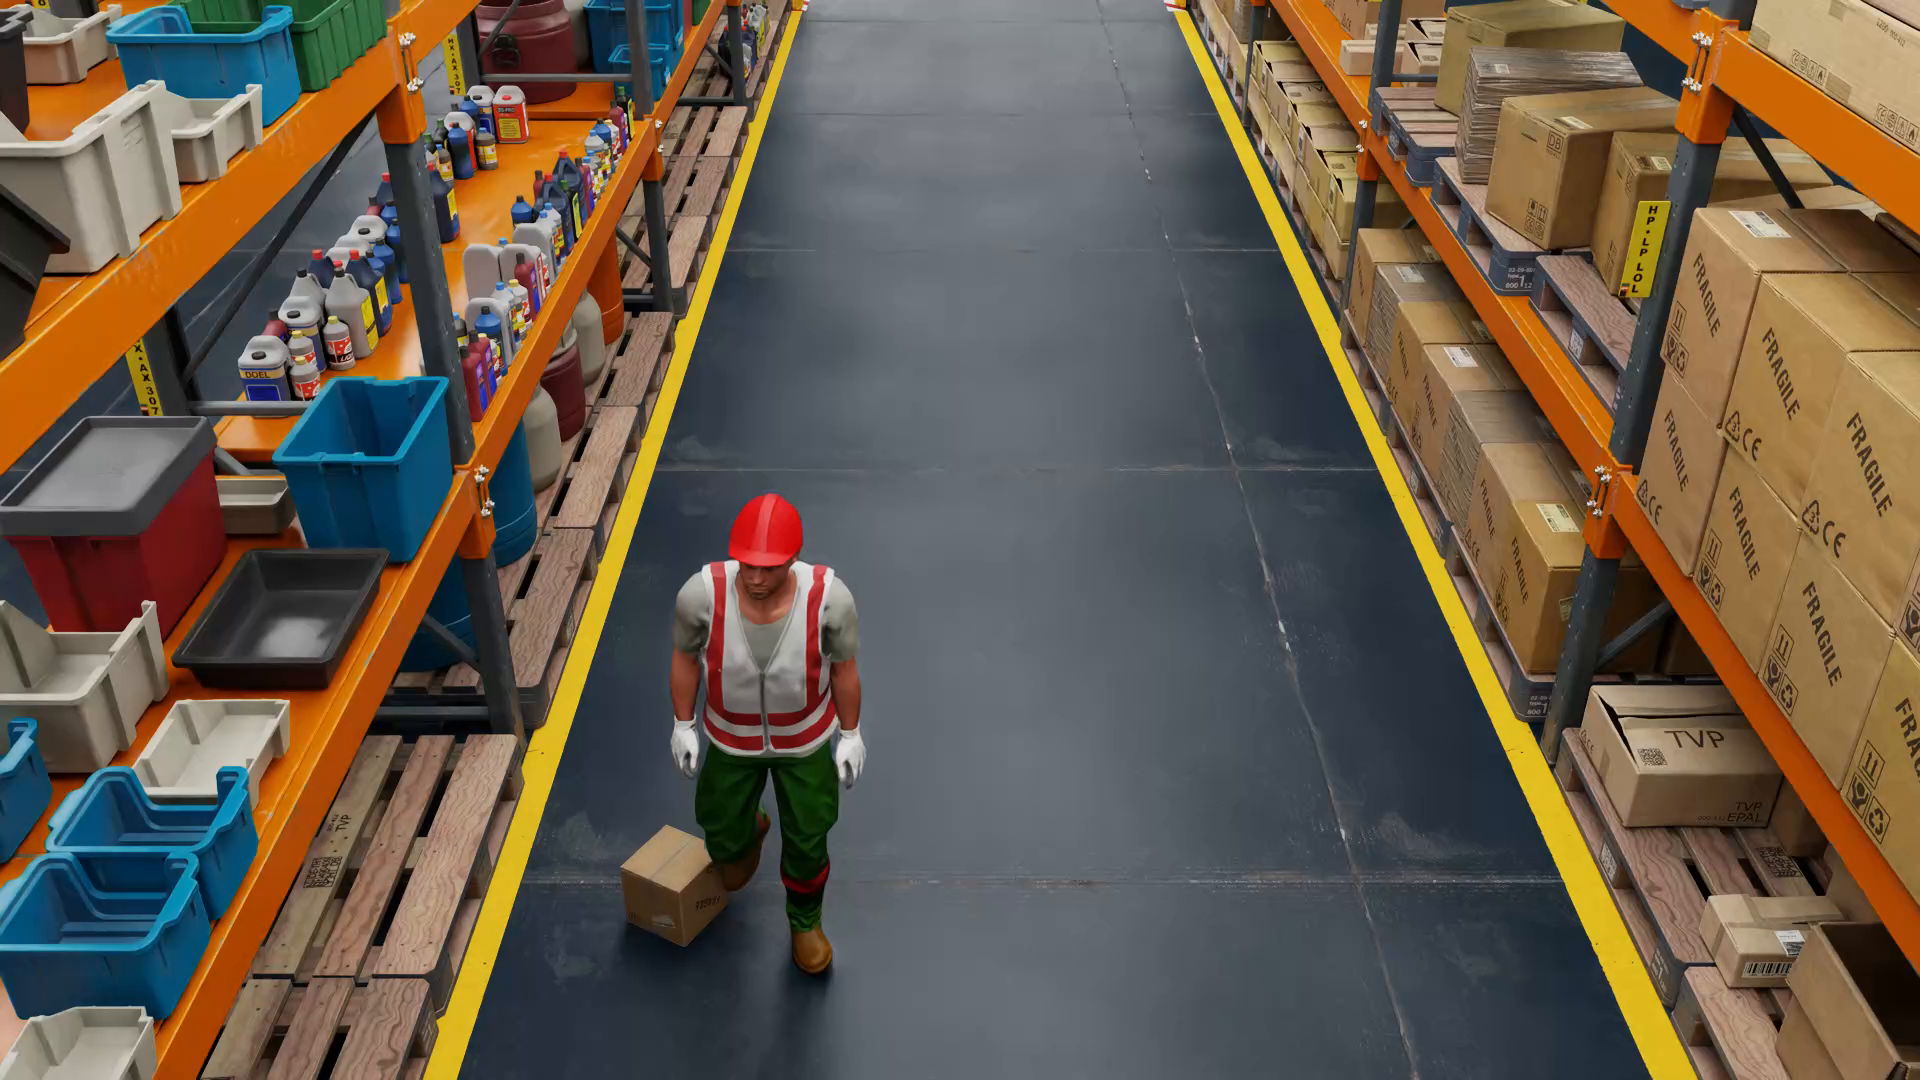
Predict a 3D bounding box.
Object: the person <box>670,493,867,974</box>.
[{"bbox_3d":[-0.594,0.561,5.157,0.601,1.776,0.665,-2,31,-3],"label":"person"}]
